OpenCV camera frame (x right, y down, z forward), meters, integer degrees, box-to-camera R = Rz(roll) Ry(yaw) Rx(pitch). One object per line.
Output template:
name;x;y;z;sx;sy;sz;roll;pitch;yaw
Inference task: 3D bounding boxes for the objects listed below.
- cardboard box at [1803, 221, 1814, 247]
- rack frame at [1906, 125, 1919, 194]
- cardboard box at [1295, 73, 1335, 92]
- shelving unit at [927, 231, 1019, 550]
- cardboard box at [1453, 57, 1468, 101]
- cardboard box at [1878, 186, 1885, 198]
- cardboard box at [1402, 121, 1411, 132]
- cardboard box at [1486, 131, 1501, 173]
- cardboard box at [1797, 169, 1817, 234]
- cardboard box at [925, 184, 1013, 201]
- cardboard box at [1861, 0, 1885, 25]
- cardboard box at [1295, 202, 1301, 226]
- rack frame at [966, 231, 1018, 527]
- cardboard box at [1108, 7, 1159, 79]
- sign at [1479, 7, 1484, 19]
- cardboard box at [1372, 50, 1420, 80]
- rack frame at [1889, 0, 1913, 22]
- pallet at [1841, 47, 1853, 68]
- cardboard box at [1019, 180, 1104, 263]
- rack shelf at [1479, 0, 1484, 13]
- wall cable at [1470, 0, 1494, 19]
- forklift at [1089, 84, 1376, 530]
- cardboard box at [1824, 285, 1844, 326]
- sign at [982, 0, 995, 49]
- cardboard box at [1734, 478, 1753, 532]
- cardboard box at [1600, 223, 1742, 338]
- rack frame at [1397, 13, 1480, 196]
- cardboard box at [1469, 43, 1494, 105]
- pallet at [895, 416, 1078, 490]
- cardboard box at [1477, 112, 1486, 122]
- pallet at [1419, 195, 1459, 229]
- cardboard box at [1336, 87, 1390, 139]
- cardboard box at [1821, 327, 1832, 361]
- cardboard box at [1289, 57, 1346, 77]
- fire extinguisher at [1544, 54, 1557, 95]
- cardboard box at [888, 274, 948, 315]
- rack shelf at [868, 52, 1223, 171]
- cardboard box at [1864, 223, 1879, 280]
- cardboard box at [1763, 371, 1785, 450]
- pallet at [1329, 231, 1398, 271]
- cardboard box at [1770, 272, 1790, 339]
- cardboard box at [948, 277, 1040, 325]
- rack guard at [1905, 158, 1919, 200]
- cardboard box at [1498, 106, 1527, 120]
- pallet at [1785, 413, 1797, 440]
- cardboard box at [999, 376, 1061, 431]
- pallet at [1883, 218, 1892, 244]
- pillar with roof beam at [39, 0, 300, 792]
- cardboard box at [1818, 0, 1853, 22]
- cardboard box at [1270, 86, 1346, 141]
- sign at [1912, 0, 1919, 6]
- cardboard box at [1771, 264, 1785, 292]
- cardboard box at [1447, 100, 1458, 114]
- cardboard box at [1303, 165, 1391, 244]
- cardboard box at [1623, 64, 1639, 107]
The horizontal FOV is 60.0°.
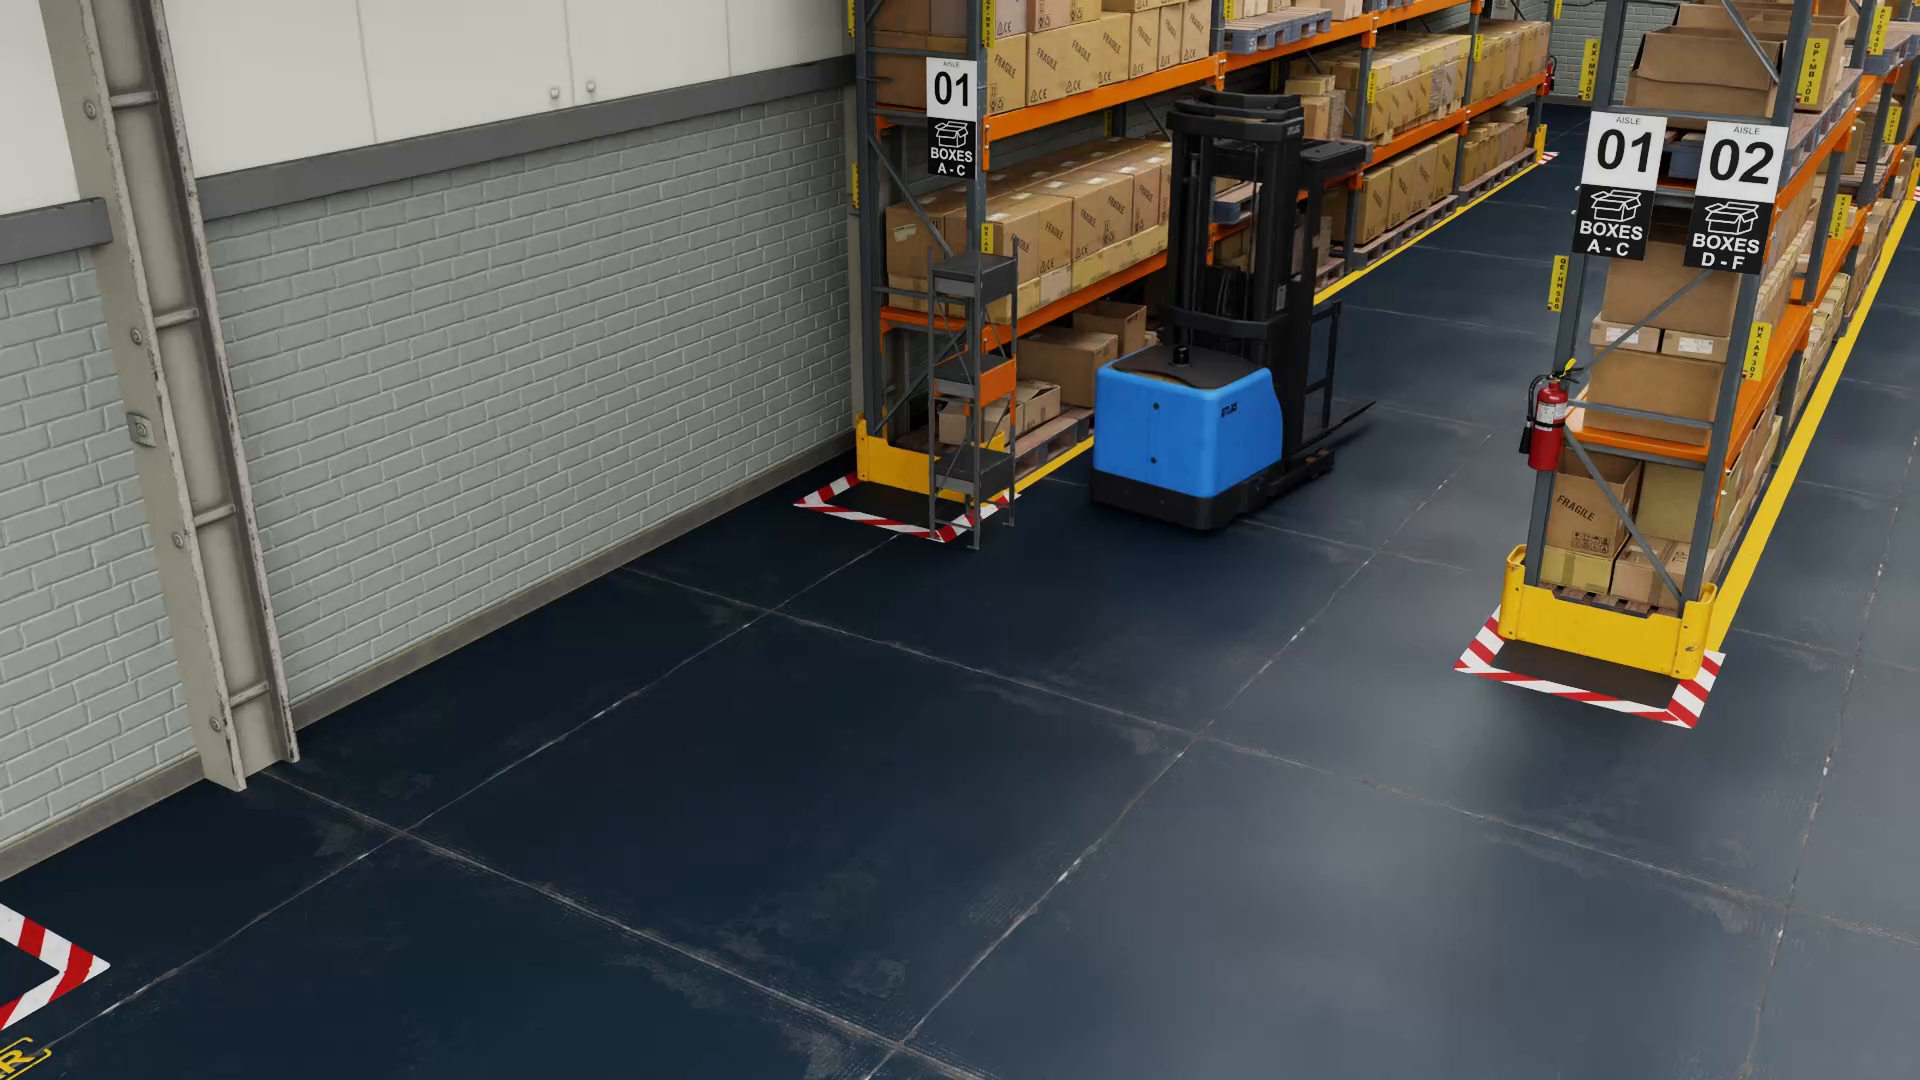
cardboard box;6.084;-2.284;12.308;0.380;0.149;0.250;14;27;29
rack frame;12.376;-6.127;22.128;1.000;3.000;0.127;14;27;29
cardboard box;3.789;-4.887;17.767;0.380;0.149;0.250;10;25;22
shelving unit;0.088;-1.019;11.462;0.431;2.100;0.503;14;27;29
cardboard box;6.026;-5.797;20.840;0.500;0.500;0.500;13;27;28
cardboard box;11.252;-4.469;20.886;0.797;0.503;0.637;14;27;29
cardboard box;5.116;-4.941;19.678;0.380;0.149;0.250;14;27;29
cardboard box;7.077;-5.432;23.141;0.700;0.500;0.500;15;27;30
cardboard box;5.817;-2.567;12.146;0.700;0.500;0.500;14;27;29
cardboard box;0.067;-2.420;12.784;0.500;0.500;0.500;14;27;30
cardboard box;7.703;-4.582;14.443;0.500;0.250;0.500;15;27;30
cardboard box;3.256;-3.430;17.546;0.500;0.250;0.500;14;27;30
rack frame;0.216;-1.102;11.652;0.400;2.100;0.015;14;27;29
cardboard box;1.241;-3.960;13.196;0.500;0.500;0.500;13;26;27
sign;7.697;-7.716;24.609;0.100;0.325;0.005;14;27;29
cardboard box;4.947;-5.450;19.095;0.500;0.250;0.500;14;27;29
rack frame;8.156;-6.180;14.699;1.000;3.000;0.127;14;27;29
pallet;6.500;-3.666;12.909;0.805;0.209;1.217;13;26;27
cardboard box;0.780;-2.484;12.933;0.500;0.500;0.500;13;27;27
rack shelf;7.110;-7.536;22.511;1.077;0.370;4.000;14;27;29
wall cable;8.037;-8.261;25.778;0.084;1.984;1.851;14;27;29
forklift;2.273;-1.931;12.522;1.130;2.935;3.031;18;29;35
cardboard box;7.820;-2.210;15.307;0.500;0.311;0.500;13;27;28
sign;0.186;-3.428;11.017;0.100;0.325;0.005;14;27;29
cardboard box;5.200;-0.298;11.596;0.500;0.250;0.500;14;27;29
cardboard box;4.221;-1.541;9.776;0.700;0.500;0.500;14;27;29
rack frame;6.055;-5.814;21.405;1.000;3.000;0.127;14;27;29
cardboard box;6.355;-6.131;21.760;0.980;0.700;0.700;14;27;30
pallet;0.224;-0.777;13.279;1.003;0.211;1.213;14;27;29
cardboard box;7.244;-5.993;23.619;0.380;0.149;0.250;14;27;30
pallet;5.712;-4.258;21.321;1.003;0.211;1.213;14;27;29
cardboard box;4.419;-4.766;18.458;0.500;0.500;0.500;15;27;30
cardboard box;7.549;-1.786;15.032;0.500;0.250;0.500;15;27;30
cardboard box;3.964;-5.207;18.533;0.500;0.250;0.500;15;27;30
fire extinguisher;8.637;-6.912;24.507;0.296;0.674;0.183;14;27;29
cardboard box;-0.193;-1.903;12.533;0.500;0.250;0.500;14;27;30
rack shelf;0.780;-3.485;13.155;1.077;0.370;4.000;14;27;29
cardboard box;9.450;-3.099;17.726;0.500;0.500;0.500;13;27;27
cardboard box;5.713;-0.984;12.235;0.500;0.500;0.500;14;27;29
pallet;4.425;-3.435;19.418;1.003;0.211;1.213;14;27;29
cardboard box;5.544;-1.793;11.989;0.700;0.500;0.500;14;27;28
cardboard box;0.252;-1.803;12.302;0.500;0.250;0.500;13;27;27
rack guard;12.335;-4.955;22.566;1.175;0.500;0.348;14;27;29
cardboard box;7.968;-6.169;24.025;0.380;0.149;0.250;14;27;28
pallet;6.401;-1.054;13.920;1.003;0.211;1.213;14;27;29
cardboard box;0.467;-1.139;13.436;0.500;0.311;0.500;16;28;33
pallet;10.629;-3.729;20.099;1.003;0.211;1.213;14;27;29
pillar with roof beam;-0.148;-2.007;5.060;9.100;9.000;0.400;14;27;29
cardboard box;6.405;-4.122;12.436;0.500;0.500;0.500;14;27;30
cardboard box;3.706;-4.551;17.808;0.700;0.500;0.500;11;26;23
sign;8.623;-4.958;14.902;0.100;0.325;0.005;14;27;29
cardboard box;5.276;-1.766;11.110;0.380;0.149;0.250;15;28;31
cardboard box;6.004;-5.445;20.842;0.380;0.149;0.250;14;27;30
cardboard box;4.445;-3.891;19.140;0.750;0.750;0.750;13;27;28
cardboard box;4.319;-2.736;10.002;0.500;0.250;0.500;14;27;29
